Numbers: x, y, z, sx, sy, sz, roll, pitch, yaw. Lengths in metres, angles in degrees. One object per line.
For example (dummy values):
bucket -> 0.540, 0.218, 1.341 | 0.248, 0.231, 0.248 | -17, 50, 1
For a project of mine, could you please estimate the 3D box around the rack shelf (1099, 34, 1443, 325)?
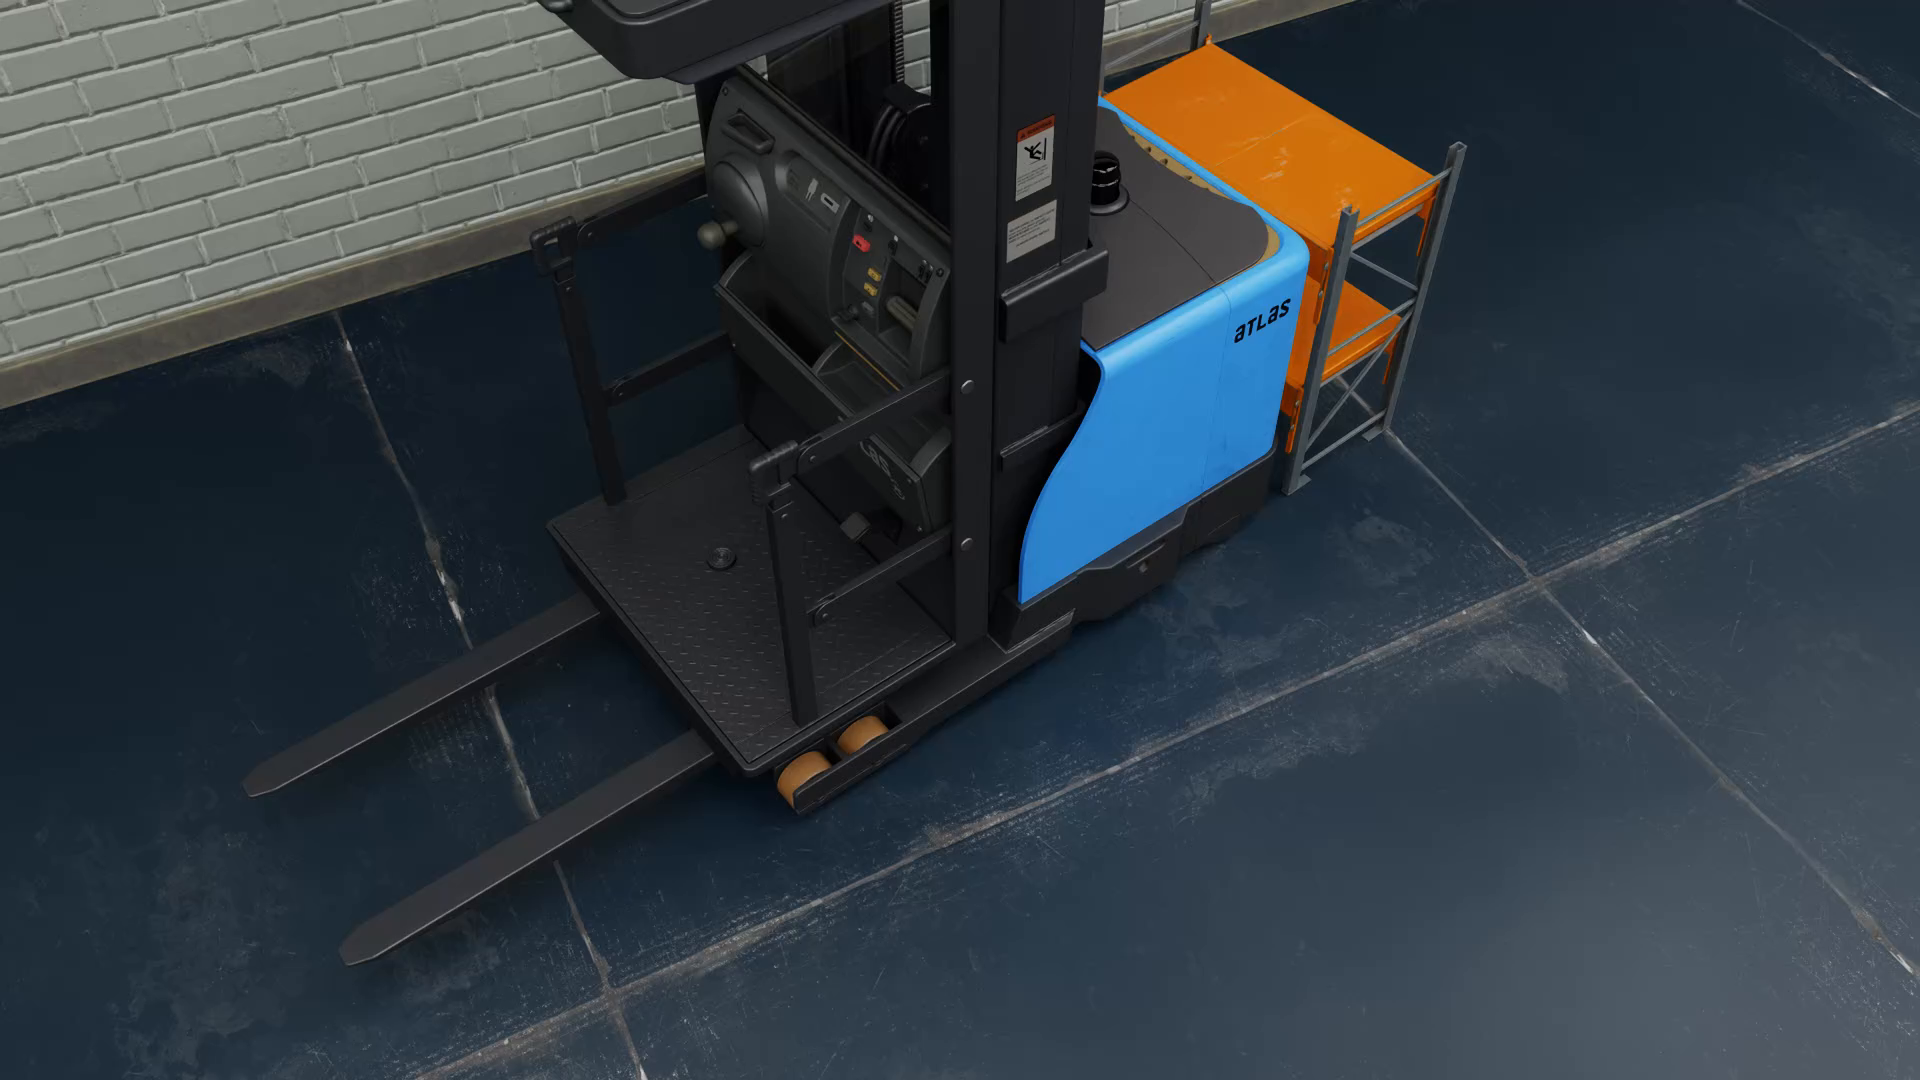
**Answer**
rack shelf -> 0.919, -1.128, 5.100 | 0.538, 0.278, 1.000 | -32, 56, -25

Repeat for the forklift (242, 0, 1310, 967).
forklift -> -0.499, -0.675, 3.893 | 3.031, 2.935, 1.130 | -30, 55, -24

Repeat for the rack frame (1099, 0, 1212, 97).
rack frame -> 0.594, -1.230, 5.577 | 0.500, 1.125, 0.032 | -32, 56, -25

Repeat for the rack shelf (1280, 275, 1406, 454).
rack shelf -> 0.918, -0.774, 5.503 | 0.538, 0.278, 1.000 | -32, 56, -25

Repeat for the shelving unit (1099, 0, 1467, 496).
shelving unit -> 0.918, -0.935, 5.320 | 0.538, 1.125, 1.048 | -32, 56, -25

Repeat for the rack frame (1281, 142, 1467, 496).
rack frame -> 1.242, -0.640, 5.062 | 0.500, 1.125, 0.032 | -32, 56, -25
